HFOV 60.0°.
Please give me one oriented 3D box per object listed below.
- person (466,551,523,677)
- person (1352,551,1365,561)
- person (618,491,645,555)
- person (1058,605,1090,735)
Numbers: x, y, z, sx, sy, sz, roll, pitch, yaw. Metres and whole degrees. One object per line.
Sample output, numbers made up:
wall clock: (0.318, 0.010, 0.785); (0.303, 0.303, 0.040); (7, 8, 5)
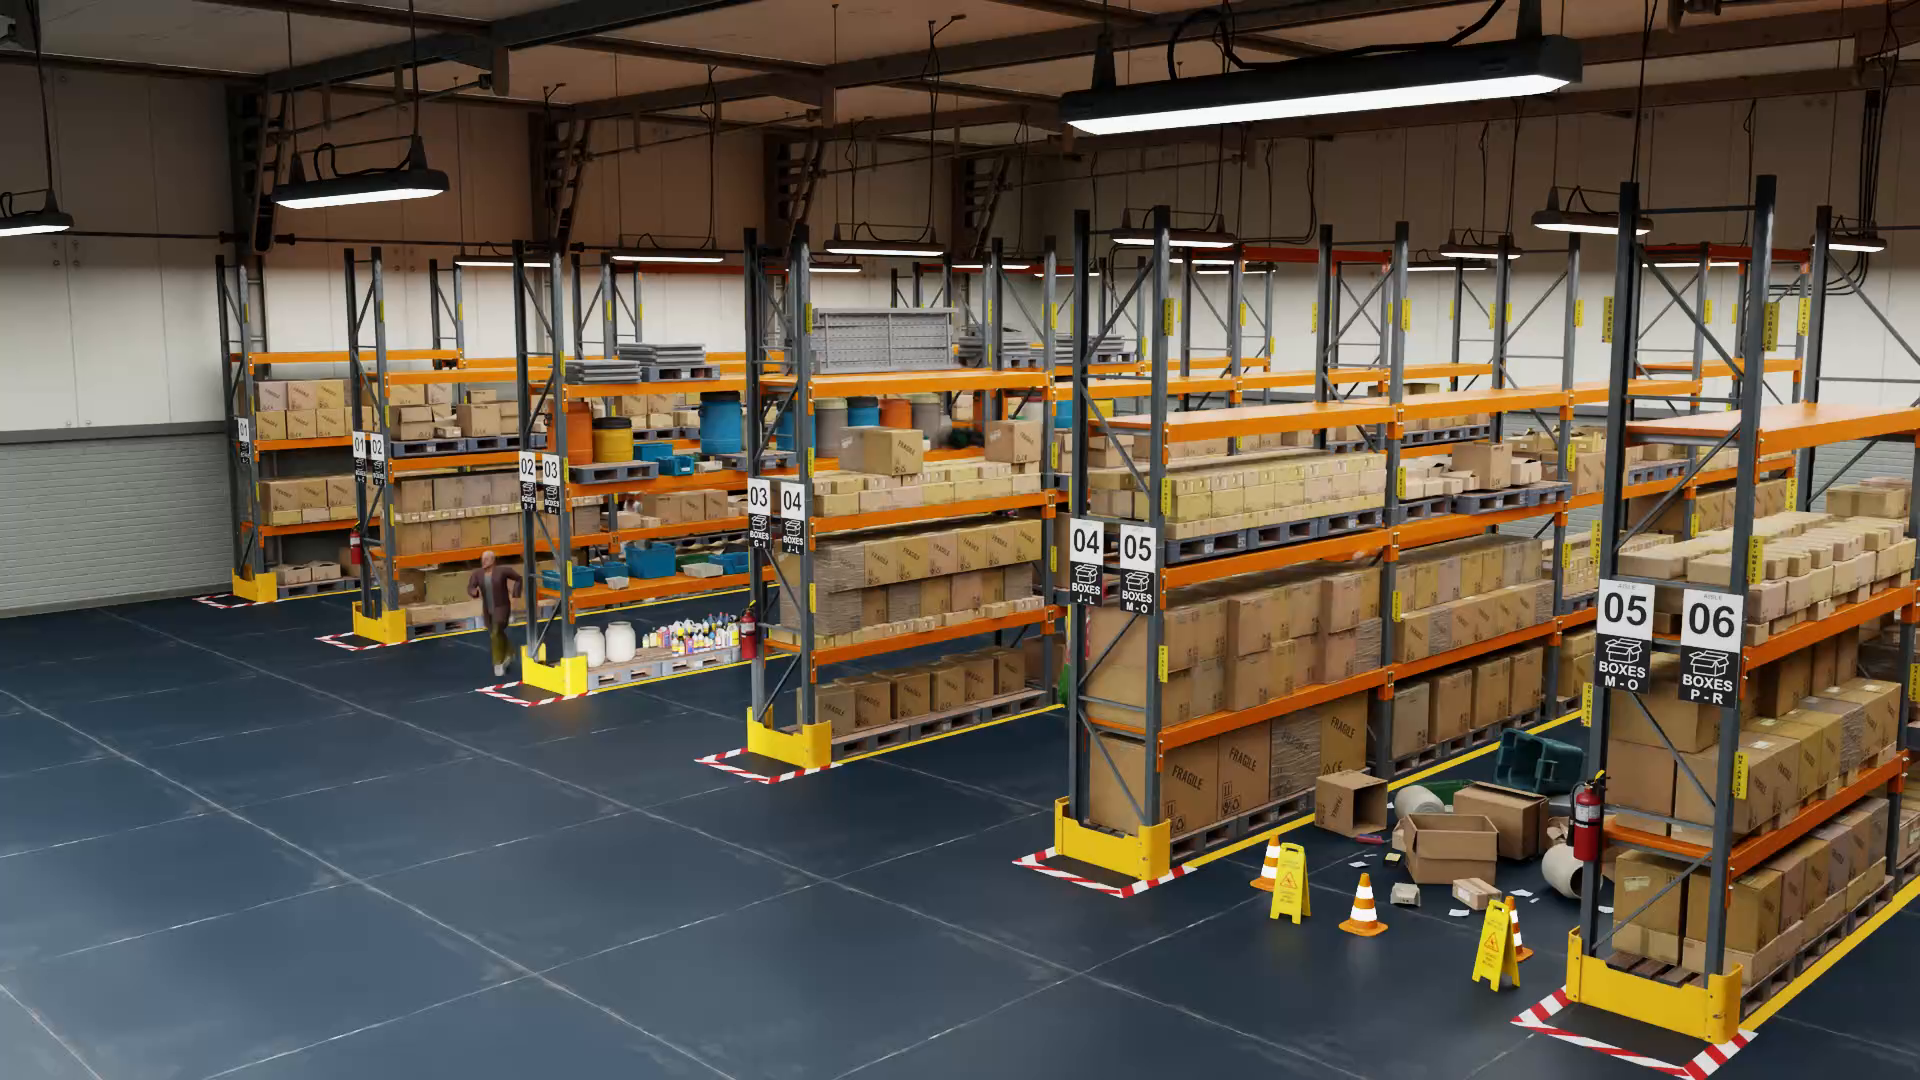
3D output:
person: (-6.524, 1.021, 23.368); (0.676, 1.713, 1.006); (2, 8, 17)
person: (5.692, 0.970, 23.802); (0.778, 1.675, 0.667); (-7, 11, -42)
person: (-6.105, -0.111, 31.175); (0.607, 1.784, 0.819); (5, 10, 33)
person: (1.418, 1.506, 19.730); (0.639, 1.726, 0.832); (5, 9, 30)
